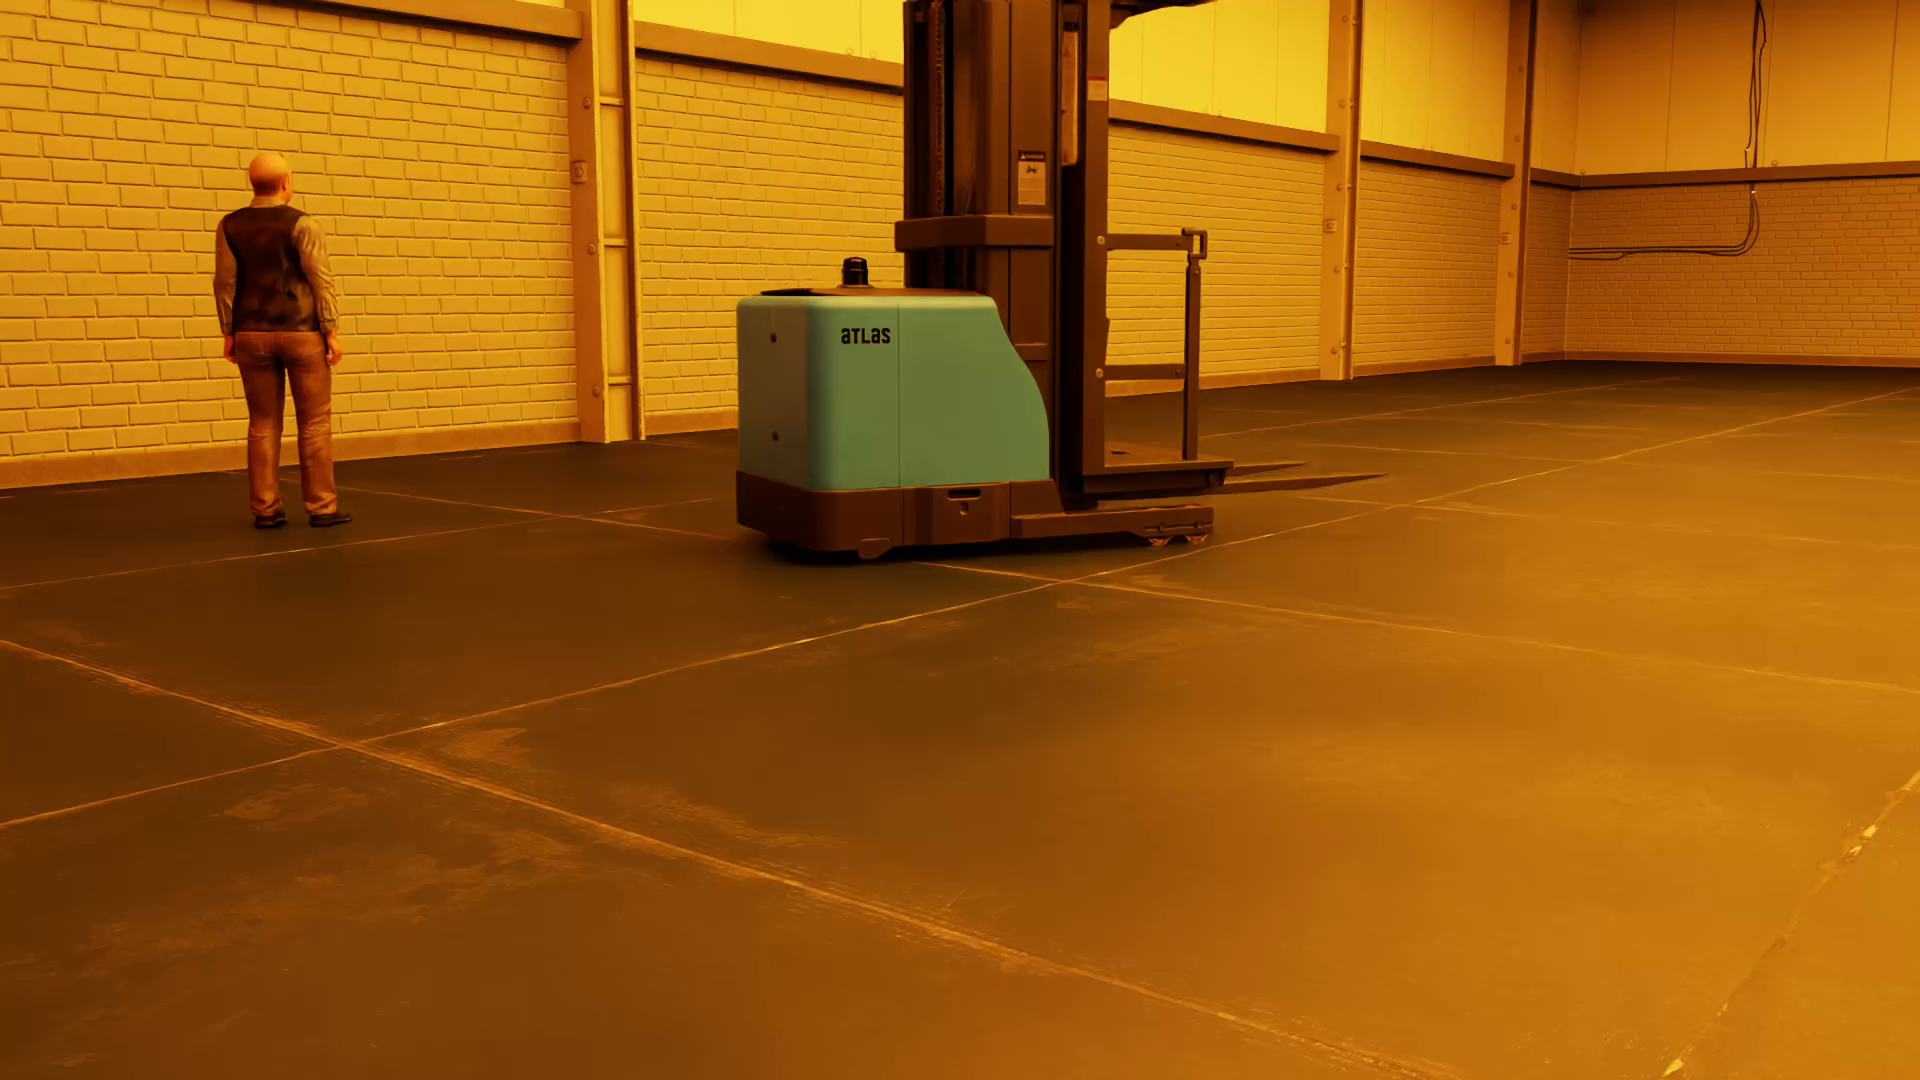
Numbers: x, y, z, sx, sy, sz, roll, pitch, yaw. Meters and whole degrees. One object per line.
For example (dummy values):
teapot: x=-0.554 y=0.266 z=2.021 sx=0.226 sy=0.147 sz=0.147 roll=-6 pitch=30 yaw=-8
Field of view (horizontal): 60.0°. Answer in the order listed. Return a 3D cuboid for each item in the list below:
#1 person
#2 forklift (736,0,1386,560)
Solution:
person: x=-3.162 y=-0.924 z=7.783 sx=0.555 sy=1.725 sz=0.375 roll=0 pitch=8 yaw=-1
forklift: x=0.556 y=-1.493 z=7.486 sx=3.031 sy=2.935 sz=1.130 roll=-4 pitch=9 yaw=-26
